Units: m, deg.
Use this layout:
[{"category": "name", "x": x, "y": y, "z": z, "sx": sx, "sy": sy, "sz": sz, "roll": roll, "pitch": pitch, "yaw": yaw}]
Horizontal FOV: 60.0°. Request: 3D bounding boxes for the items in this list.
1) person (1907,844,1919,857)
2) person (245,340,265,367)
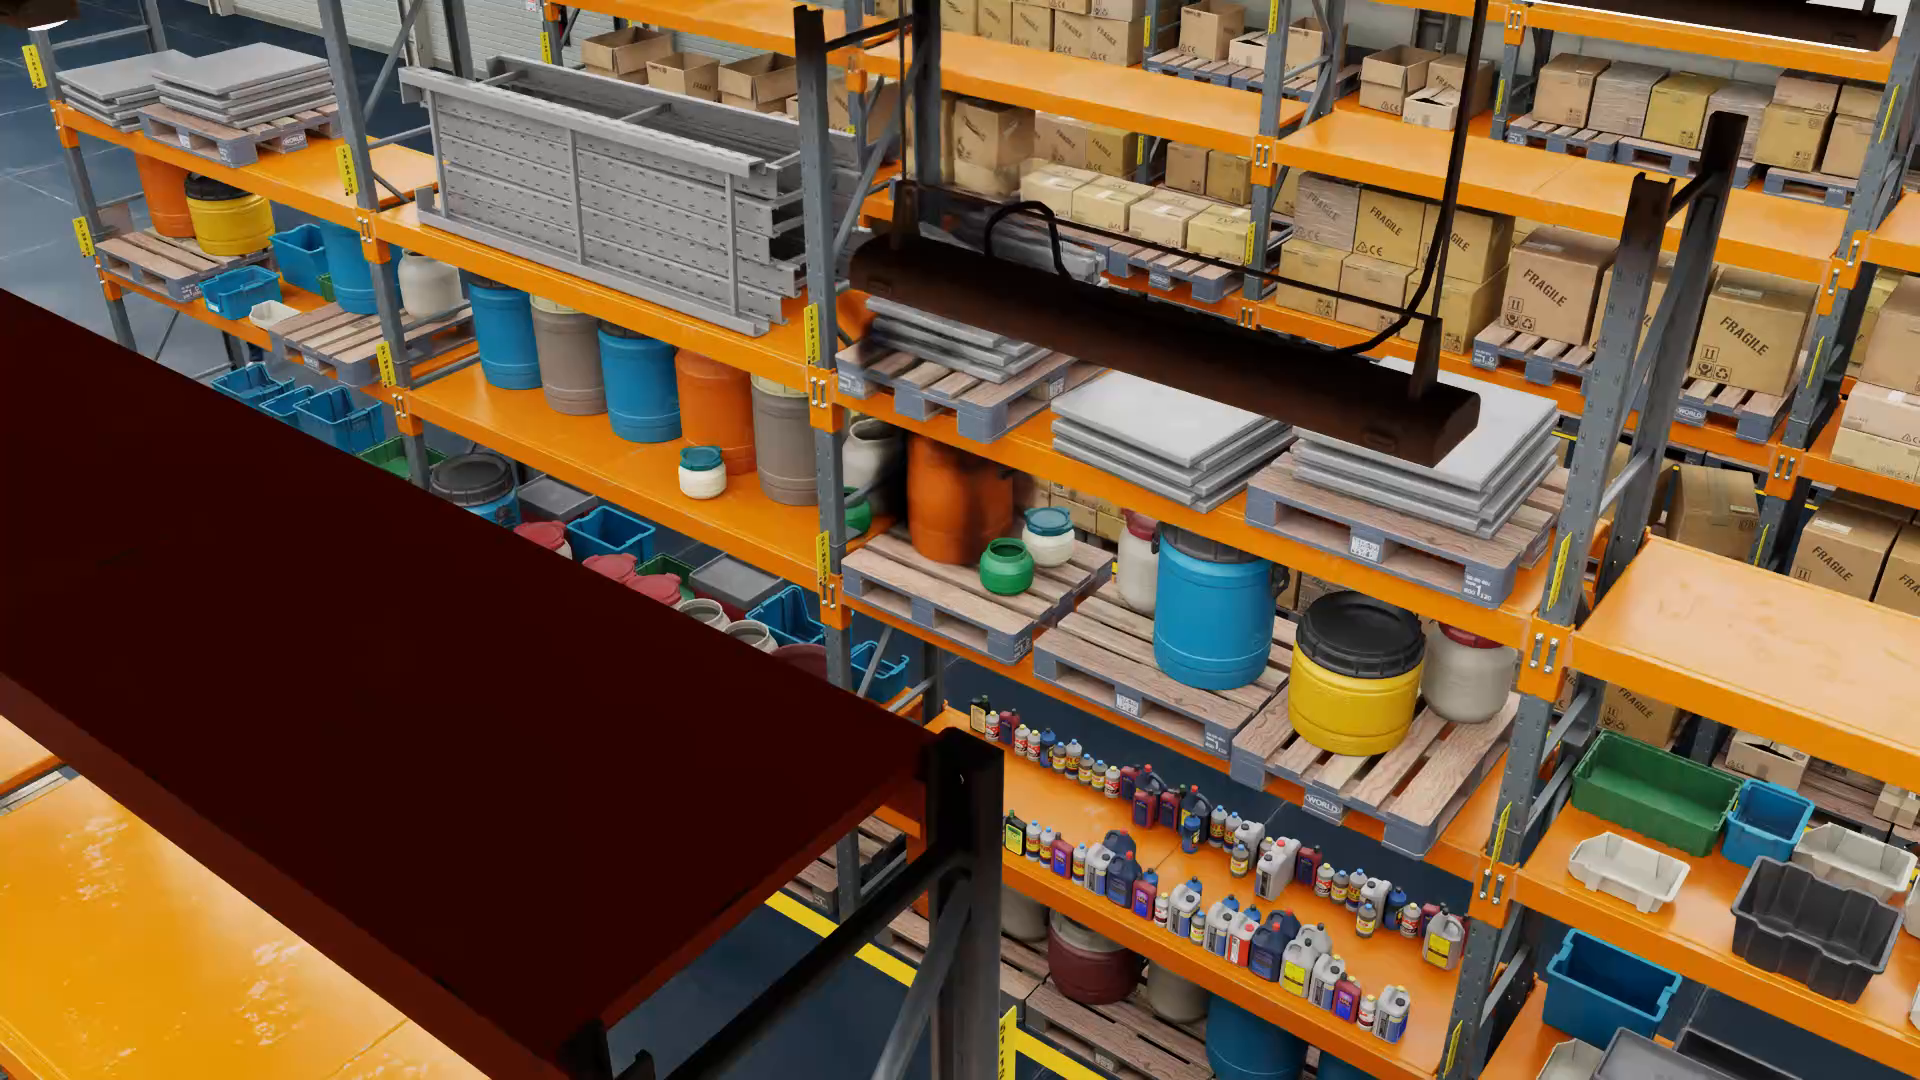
[{"category": "person", "x": 5.993, "y": 2.220, "z": 9.983, "sx": 0.705, "sy": 1.780, "sz": 0.684, "roll": 18, "pitch": 36, "yaw": 27}, {"category": "person", "x": -7.596, "y": -2.605, "z": 18.061, "sx": 0.752, "sy": 1.586, "sz": 0.545, "roll": -15, "pitch": 35, "yaw": -23}]
